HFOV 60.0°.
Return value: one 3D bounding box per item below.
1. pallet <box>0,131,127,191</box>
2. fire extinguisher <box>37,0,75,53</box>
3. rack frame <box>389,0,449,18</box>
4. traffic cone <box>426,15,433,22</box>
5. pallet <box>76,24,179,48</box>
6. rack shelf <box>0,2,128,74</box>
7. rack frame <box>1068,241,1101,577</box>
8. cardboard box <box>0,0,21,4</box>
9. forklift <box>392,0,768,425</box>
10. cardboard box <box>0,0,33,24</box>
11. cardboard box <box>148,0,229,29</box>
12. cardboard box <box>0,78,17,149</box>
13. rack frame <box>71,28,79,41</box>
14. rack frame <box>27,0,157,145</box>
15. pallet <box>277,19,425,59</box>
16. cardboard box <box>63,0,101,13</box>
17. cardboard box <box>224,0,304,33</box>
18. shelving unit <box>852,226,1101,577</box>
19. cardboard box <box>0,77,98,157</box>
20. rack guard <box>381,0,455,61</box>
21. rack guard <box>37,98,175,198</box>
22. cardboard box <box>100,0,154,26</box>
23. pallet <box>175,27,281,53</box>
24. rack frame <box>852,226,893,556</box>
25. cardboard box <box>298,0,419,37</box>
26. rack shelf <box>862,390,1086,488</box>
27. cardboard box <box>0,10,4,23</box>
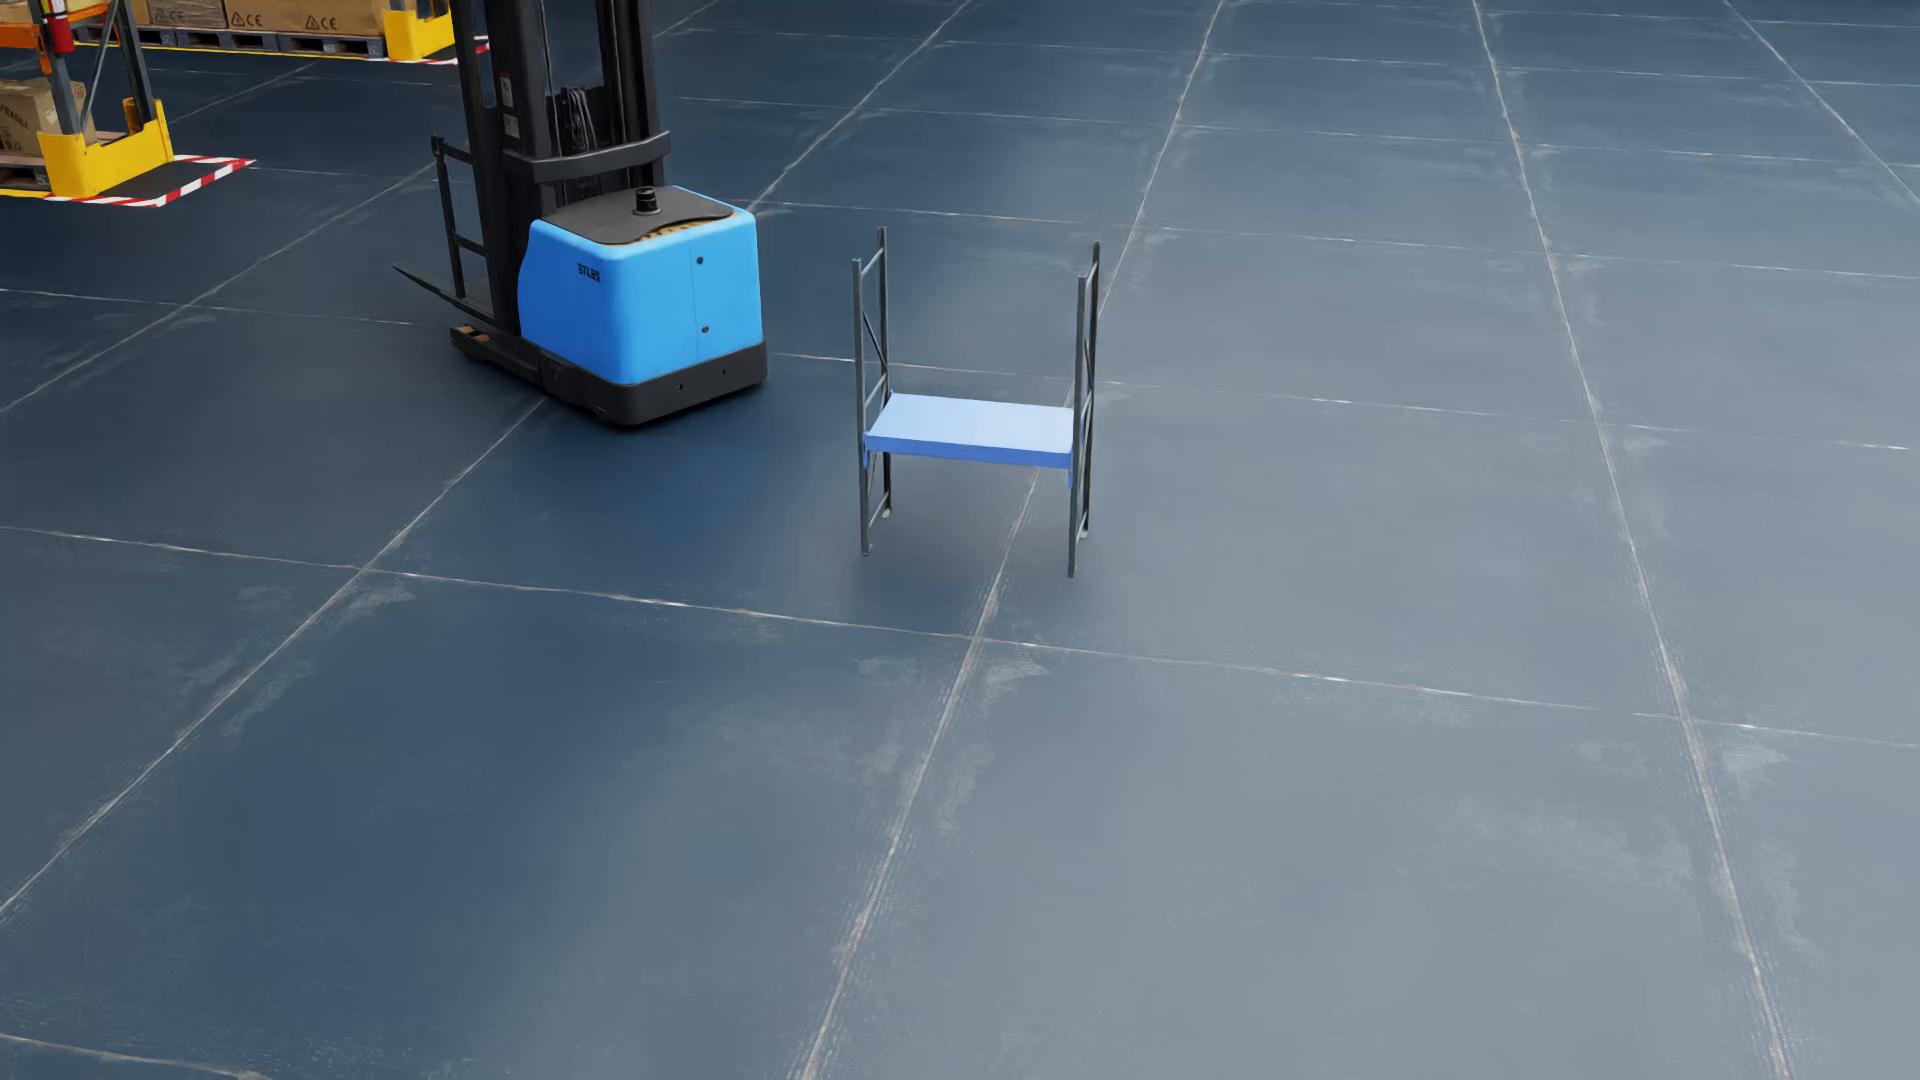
[{"bbox_3d":[-7.758,-3.192,13.860,1.213,0.211,1.003,6,29,11],"label":"pallet"},{"bbox_3d":[-6.880,-4.047,12.600,0.183,0.674,0.296,6,29,11],"label":"fire extinguisher"},{"bbox_3d":[-5.762,-6.628,17.234,0.127,3.000,1.000,6,29,11],"label":"rack frame"},{"bbox_3d":[-5.984,-6.236,19.158,0.334,0.463,0.336,6,29,11],"label":"traffic cone"},{"bbox_3d":[-8.946,-5.693,18.429,1.213,0.211,1.003,6,29,11],"label":"pallet"},{"bbox_3d":[-8.852,-4.194,13.536,4.000,0.370,1.077,6,29,11],"label":"rack shelf"},{"bbox_3d":[0.581,-0.598,7.781,0.032,1.500,0.500,6,29,11],"label":"rack frame"},{"bbox_3d":[-7.428,-4.551,13.026,0.500,0.500,0.875,6,29,11],"label":"cardboard box"},{"bbox_3d":[-2.528,-2.537,9.832,1.130,2.935,3.031,-25,37,-38],"label":"forklift"},{"bbox_3d":[-7.218,-4.131,12.933,0.250,0.149,0.380,6,29,11],"label":"cardboard box"},{"bbox_3d":[-8.191,-6.097,18.039,0.875,0.875,0.875,6,29,11],"label":"cardboard box"},{"bbox_3d":[-8.095,-3.511,13.706,0.500,0.500,0.500,14,32,24],"label":"cardboard box"},{"bbox_3d":[-9.673,-7.029,17.966,0.127,3.000,1.000,6,29,11],"label":"rack frame"},{"bbox_3d":[-6.896,-4.309,12.997,0.127,3.000,1.000,6,29,11],"label":"rack frame"},{"bbox_3d":[-6.560,-5.449,17.983,1.213,0.211,1.003,6,29,11],"label":"pallet"},{"bbox_3d":[-7.125,-4.339,13.314,0.250,0.149,0.380,6,29,11],"label":"cardboard box"},{"bbox_3d":[-7.300,-6.005,17.870,0.875,0.875,0.875,5,29,10],"label":"cardboard box"},{"bbox_3d":[0.083,-0.649,7.874,1.048,1.500,0.538,6,29,11],"label":"shelving unit"},{"bbox_3d":[-7.503,-3.467,13.625,0.500,0.500,0.500,11,31,20],"label":"cardboard box"},{"bbox_3d":[-5.738,-5.529,17.829,0.348,0.500,1.175,6,29,11],"label":"rack guard"},{"bbox_3d":[-6.971,-3.220,13.611,0.348,0.500,1.175,6,29,11],"label":"rack guard"},{"bbox_3d":[-9.073,-6.186,18.200,0.875,0.875,0.875,6,29,11],"label":"cardboard box"},{"bbox_3d":[-7.749,-5.572,18.208,1.213,0.211,1.003,6,29,11],"label":"pallet"},{"bbox_3d":[-0.414,-0.700,7.967,0.032,1.500,0.500,6,29,11],"label":"rack frame"},{"bbox_3d":[-6.439,-5.917,17.710,0.875,0.875,0.875,6,29,11],"label":"cardboard box"},{"bbox_3d":[0.083,-0.492,7.961,1.000,0.185,0.538,6,29,11],"label":"rack shelf"},{"bbox_3d":[-7.462,-4.156,12.979,0.250,0.149,0.380,6,29,11],"label":"cardboard box"}]
